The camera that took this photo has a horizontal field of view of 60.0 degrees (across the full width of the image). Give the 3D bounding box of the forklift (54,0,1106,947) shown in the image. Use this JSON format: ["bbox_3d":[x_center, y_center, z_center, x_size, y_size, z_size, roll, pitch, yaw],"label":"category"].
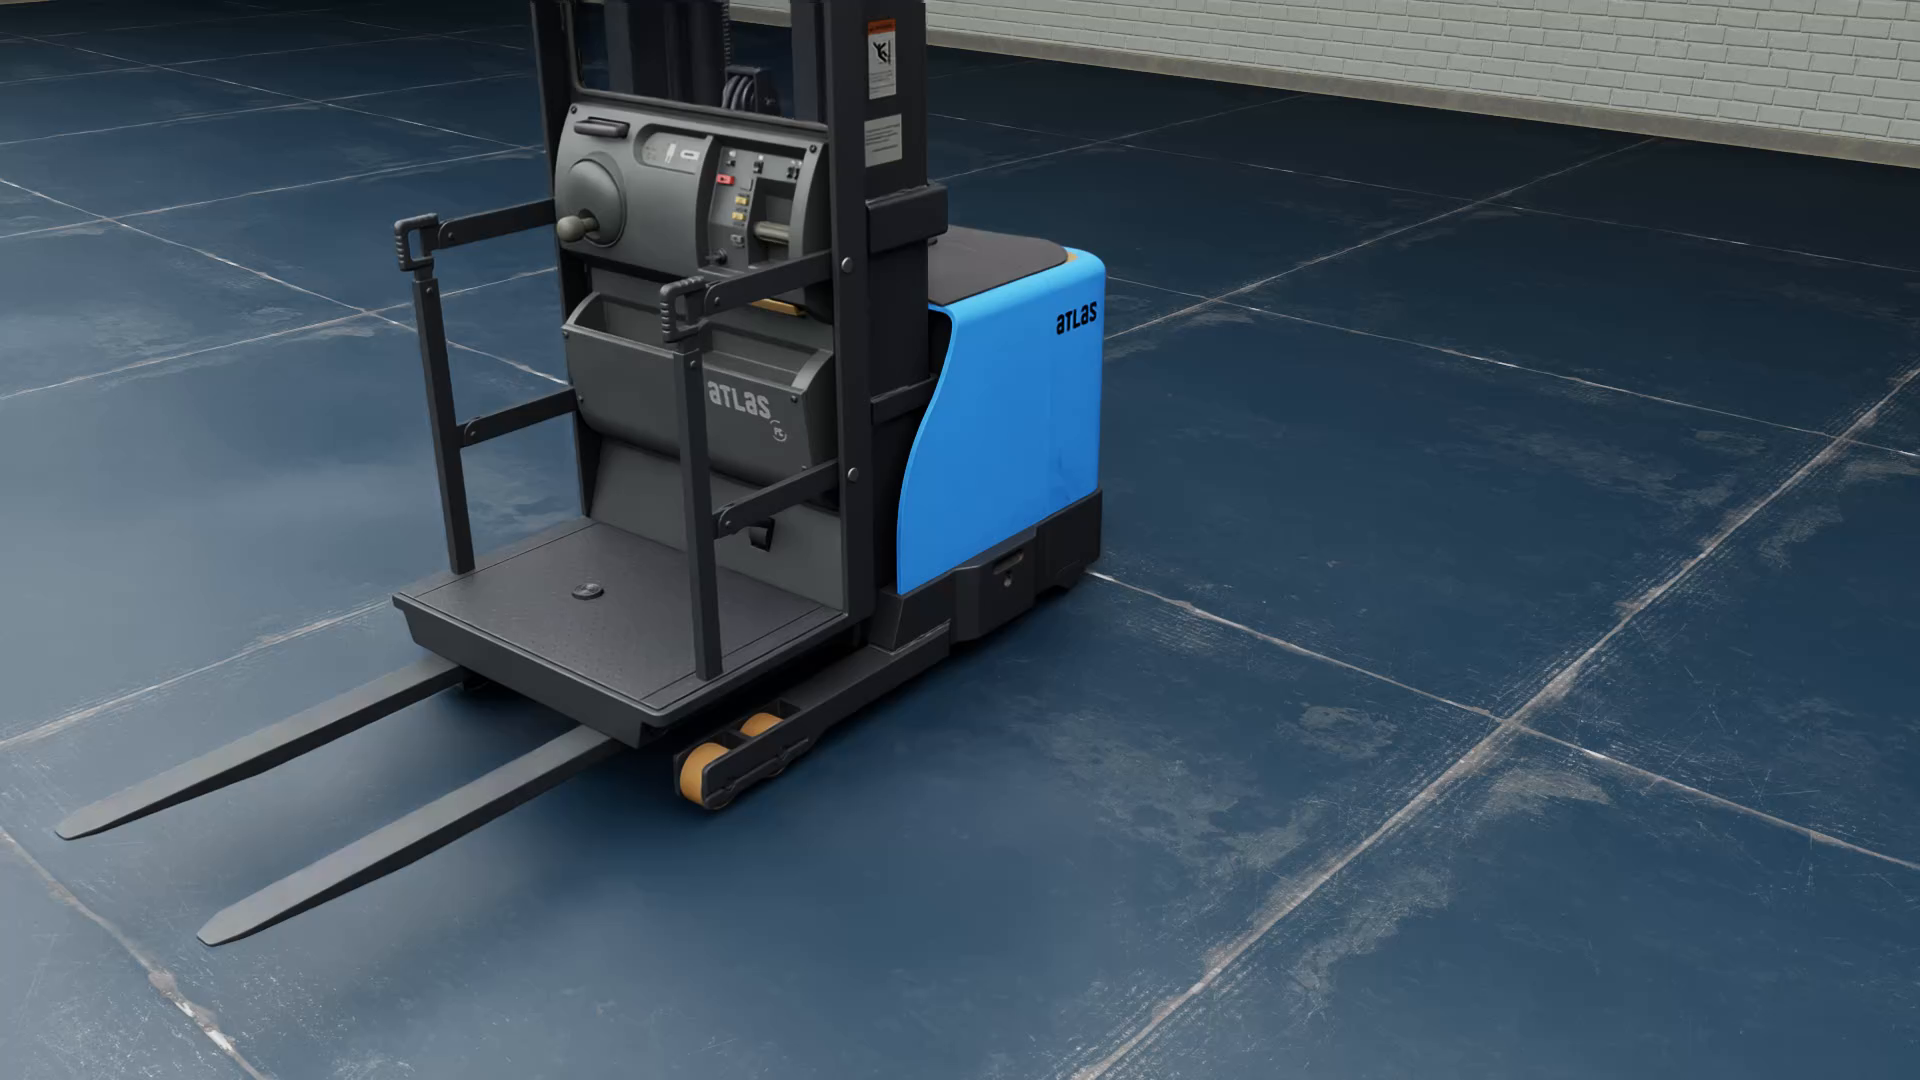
[{"bbox_3d":[-0.845,-0.882,4.135,1.130,2.935,3.031,18,30,34],"label":"forklift"}]
